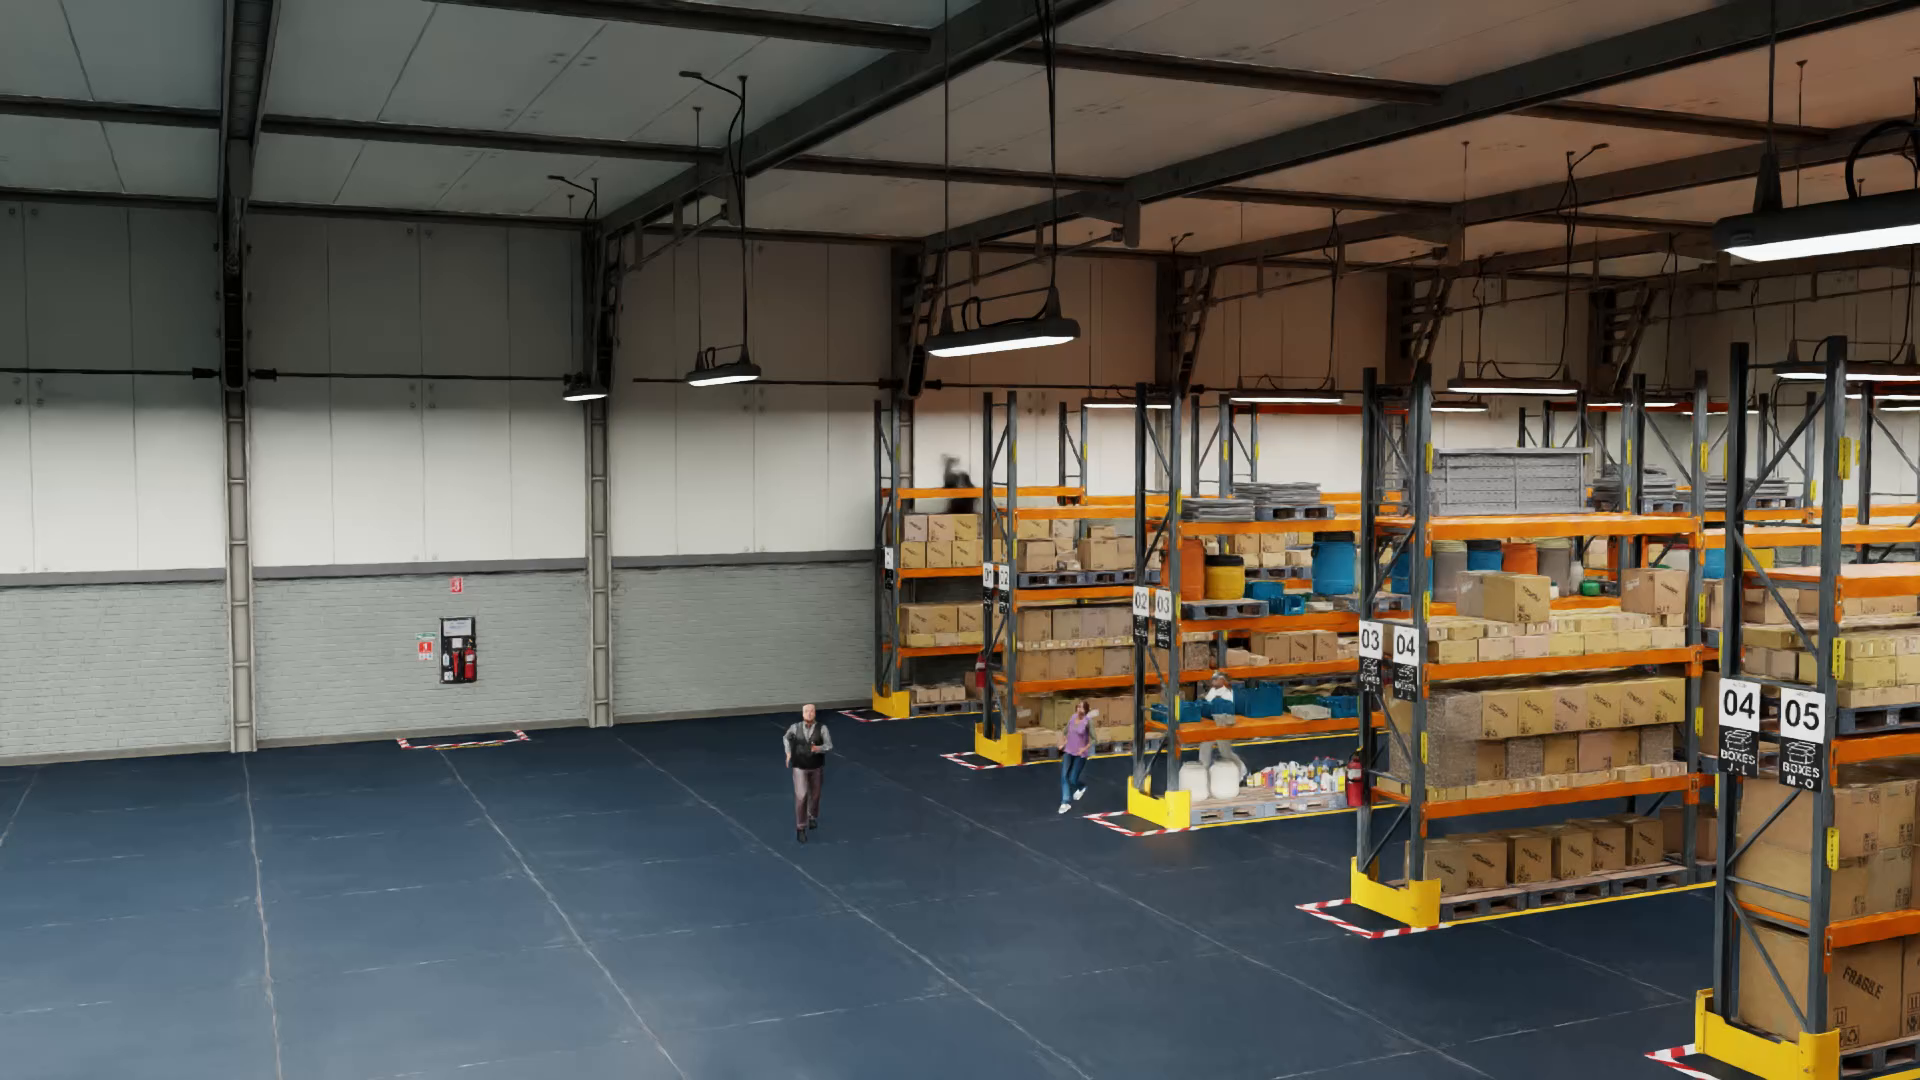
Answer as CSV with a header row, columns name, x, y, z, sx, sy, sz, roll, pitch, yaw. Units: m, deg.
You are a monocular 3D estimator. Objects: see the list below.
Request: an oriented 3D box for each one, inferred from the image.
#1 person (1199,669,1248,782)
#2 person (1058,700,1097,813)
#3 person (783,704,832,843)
name,x,y,z,sx,sy,sz,roll,pitch,yaw
person,3.857,2.807,24.863,0.989,1.768,0.662,-2,4,-31
person,1.654,3.045,23.441,0.590,1.552,0.638,2,4,34
person,-1.989,3.036,21.804,0.625,1.782,0.767,-1,3,-10
